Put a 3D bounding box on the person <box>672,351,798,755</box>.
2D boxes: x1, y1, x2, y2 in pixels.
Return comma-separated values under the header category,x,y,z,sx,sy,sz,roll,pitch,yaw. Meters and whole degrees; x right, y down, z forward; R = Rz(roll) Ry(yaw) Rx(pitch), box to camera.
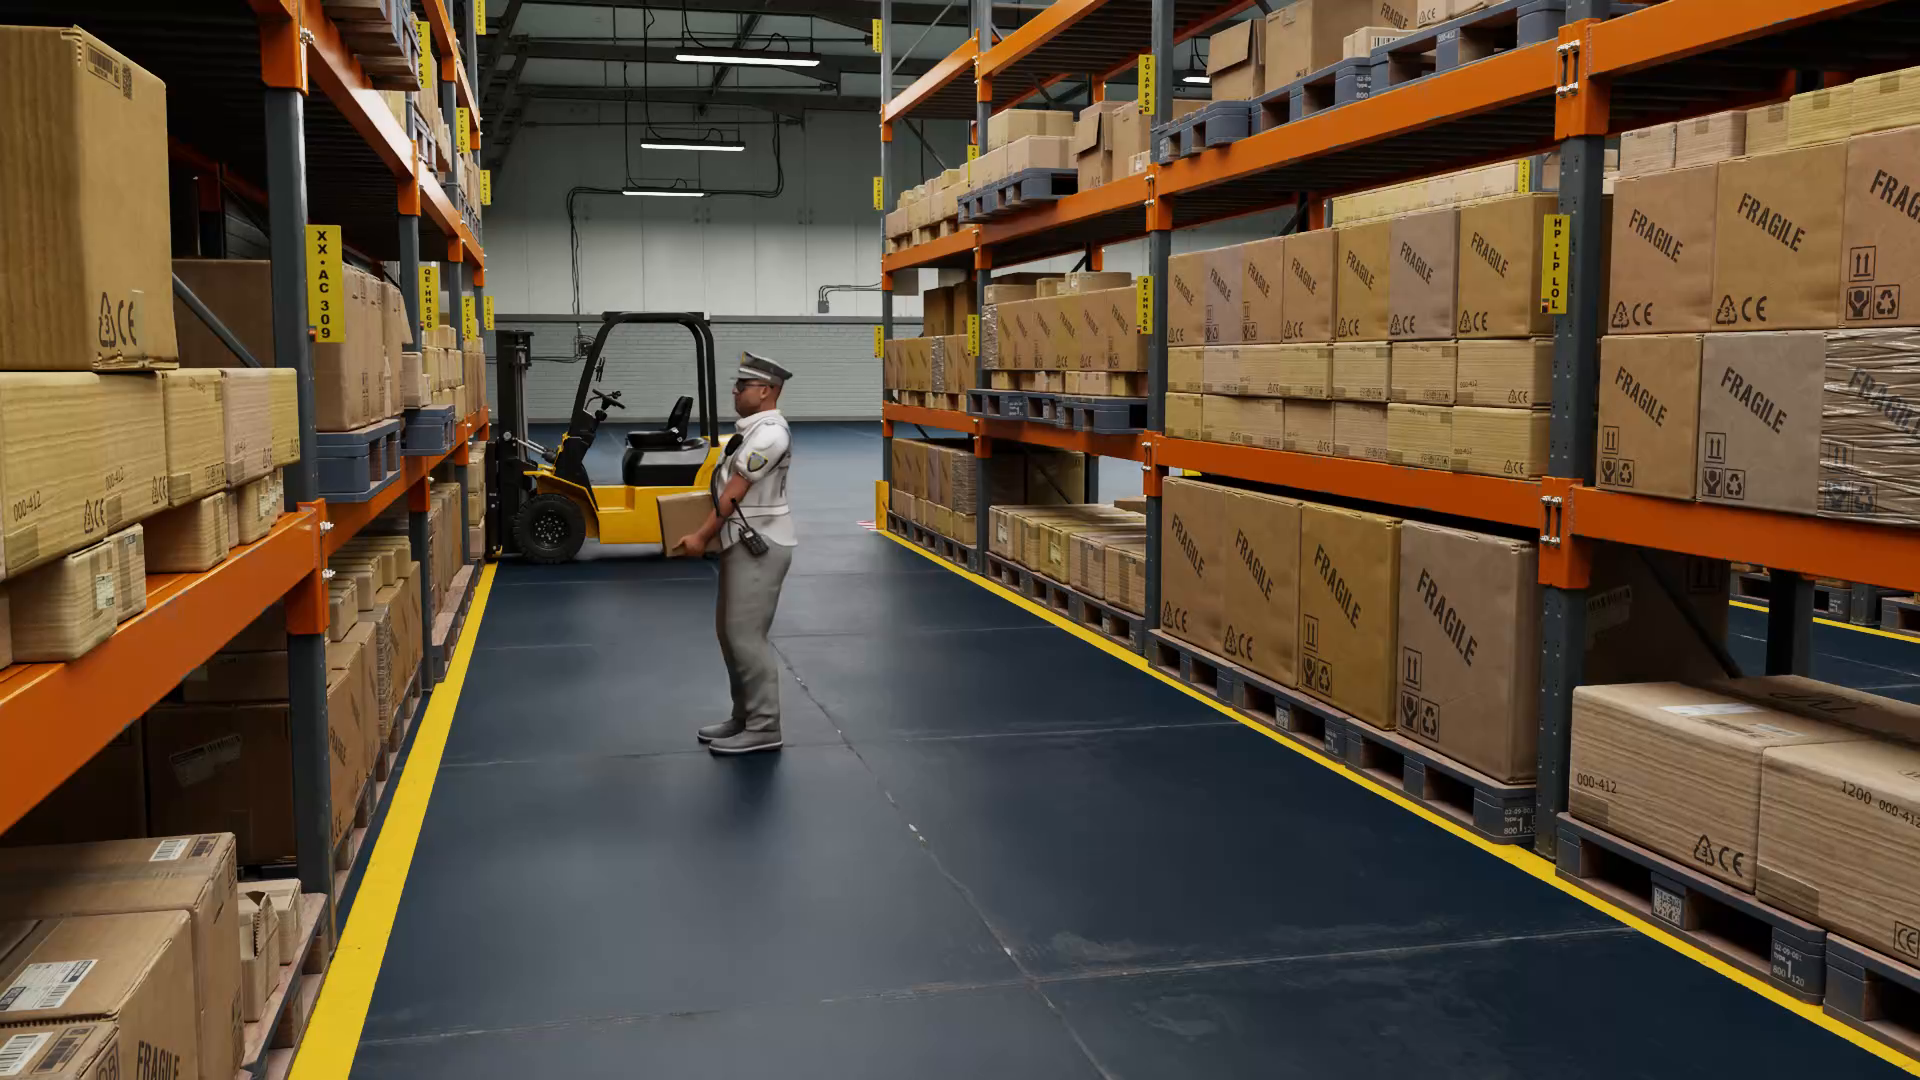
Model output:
category,x,y,z,sx,sy,sz,roll,pitch,yaw
person,-1.006,0.051,7.398,0.557,1.764,0.494,-1,6,-13
